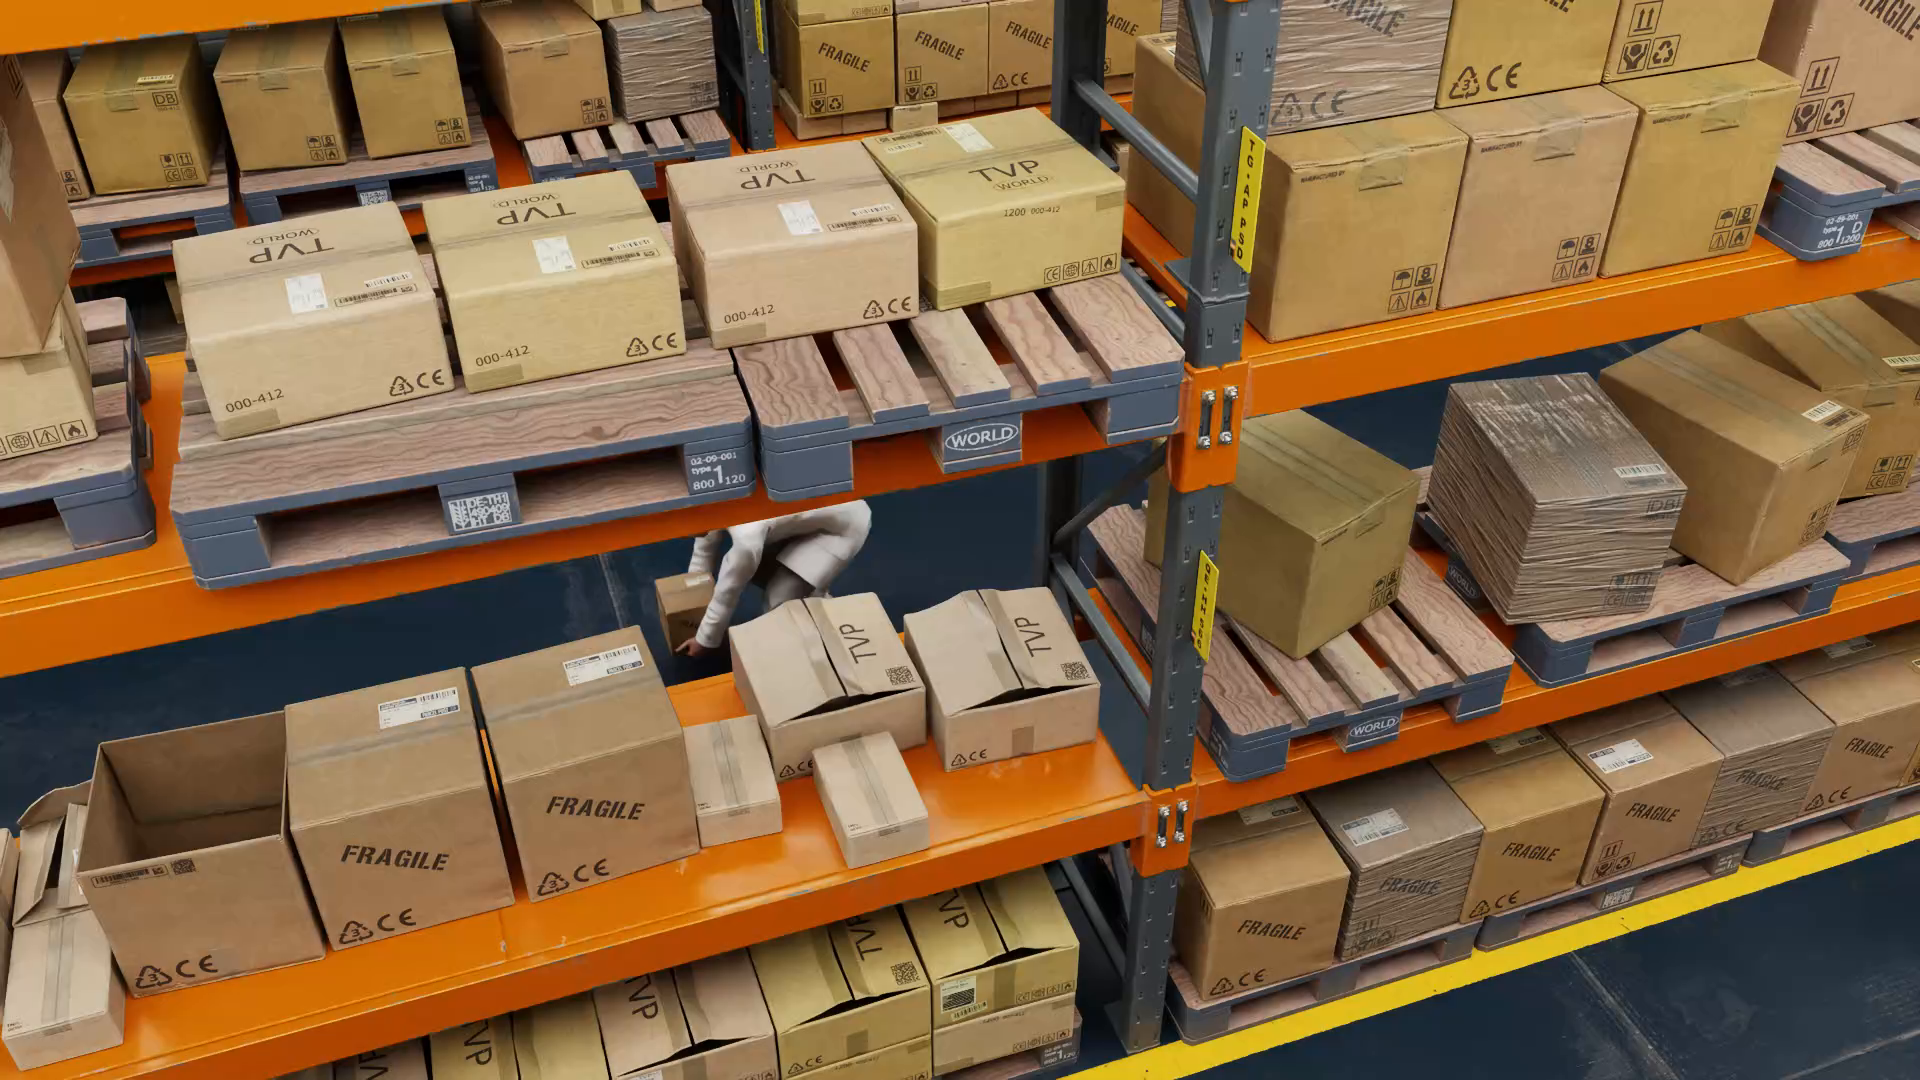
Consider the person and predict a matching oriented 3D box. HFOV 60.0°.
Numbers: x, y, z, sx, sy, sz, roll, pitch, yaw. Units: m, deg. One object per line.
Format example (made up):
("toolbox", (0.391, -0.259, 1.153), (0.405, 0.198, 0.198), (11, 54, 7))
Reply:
("person", (-0.843, 0.119, 7.294), (0.943, 0.987, 0.595), (-14, 39, -18))
